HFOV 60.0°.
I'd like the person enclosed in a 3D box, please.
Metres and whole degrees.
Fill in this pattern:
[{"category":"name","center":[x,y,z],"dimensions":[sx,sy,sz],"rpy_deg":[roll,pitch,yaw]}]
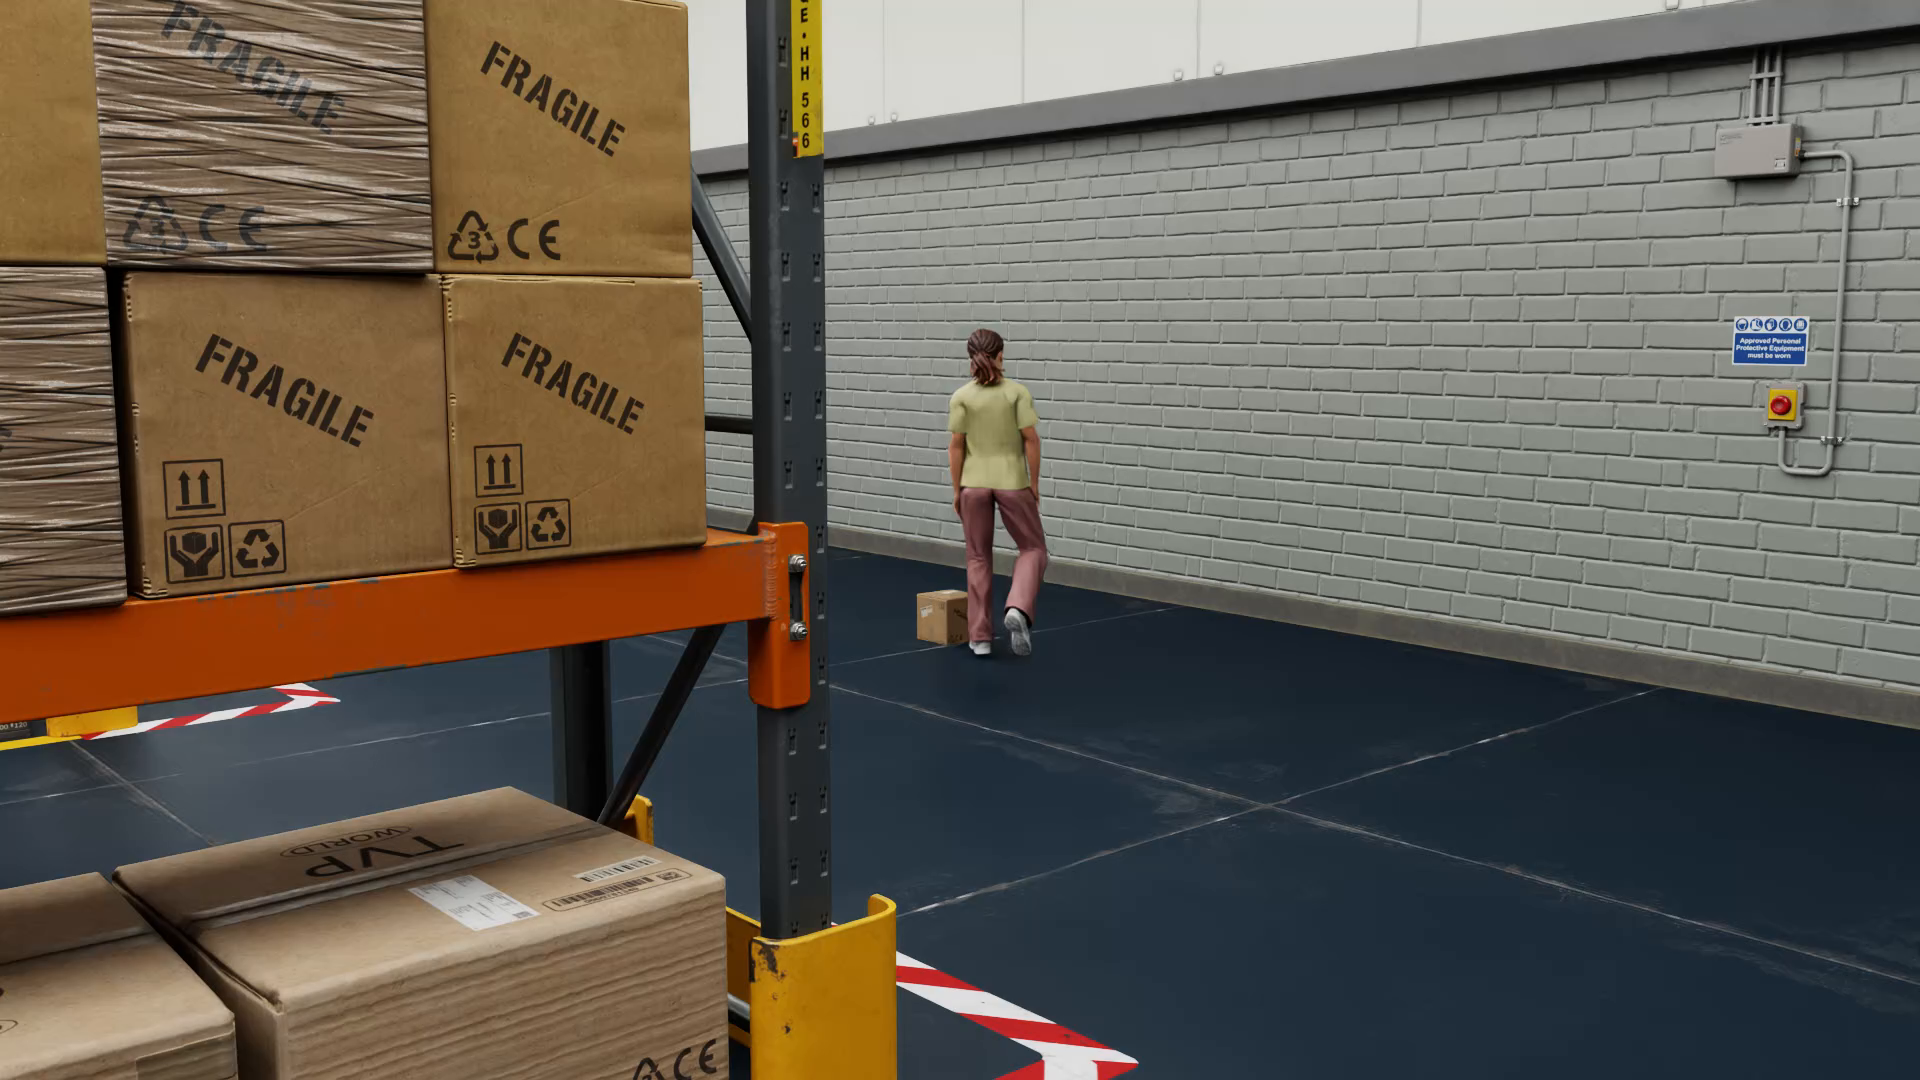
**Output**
[{"category":"person","center":[0.191,-0.233,8.431],"dimensions":[0.504,1.665,0.562],"rpy_deg":[1,8,5]}]
